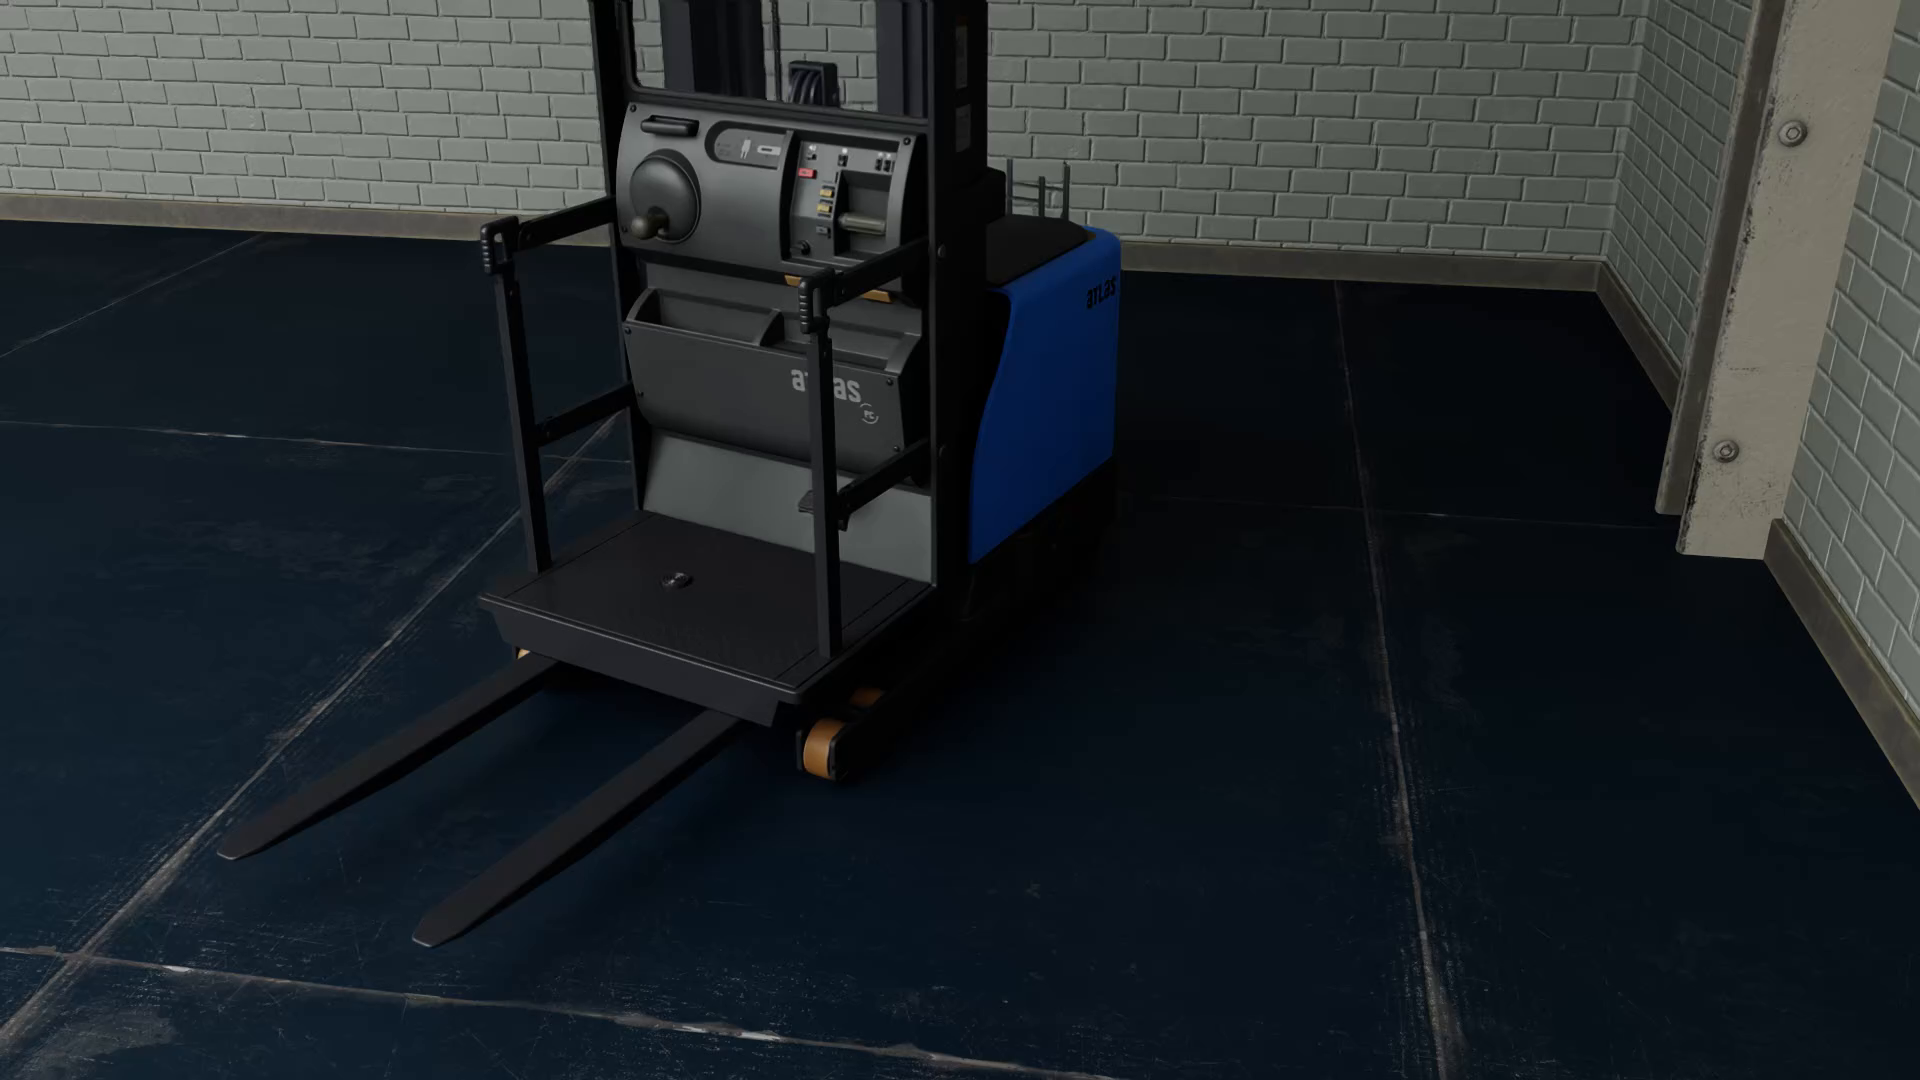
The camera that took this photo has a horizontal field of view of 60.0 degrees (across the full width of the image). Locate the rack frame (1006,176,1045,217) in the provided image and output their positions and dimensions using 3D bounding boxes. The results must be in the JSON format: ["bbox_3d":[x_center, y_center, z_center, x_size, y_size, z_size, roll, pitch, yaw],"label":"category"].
[{"bbox_3d":[0.176,-0.677,5.780,0.240,1.200,0.006,14,28,27],"label":"rack frame"}]

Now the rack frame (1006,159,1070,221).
[{"bbox_3d":[0.266,-0.744,5.924,0.240,1.200,0.006,14,28,27],"label":"rack frame"}]

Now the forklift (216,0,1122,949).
[{"bbox_3d":[-0.632,-0.913,4.242,1.130,2.935,3.031,14,28,27],"label":"forklift"}]

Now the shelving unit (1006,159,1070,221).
[{"bbox_3d":[0.221,-0.710,5.852,0.258,1.200,0.189,14,28,27],"label":"shelving unit"}]

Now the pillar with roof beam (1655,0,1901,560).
[{"bbox_3d":[-1.620,-4.399,4.534,9.100,9.000,0.400,4,25,9],"label":"pillar with roof beam"}]
